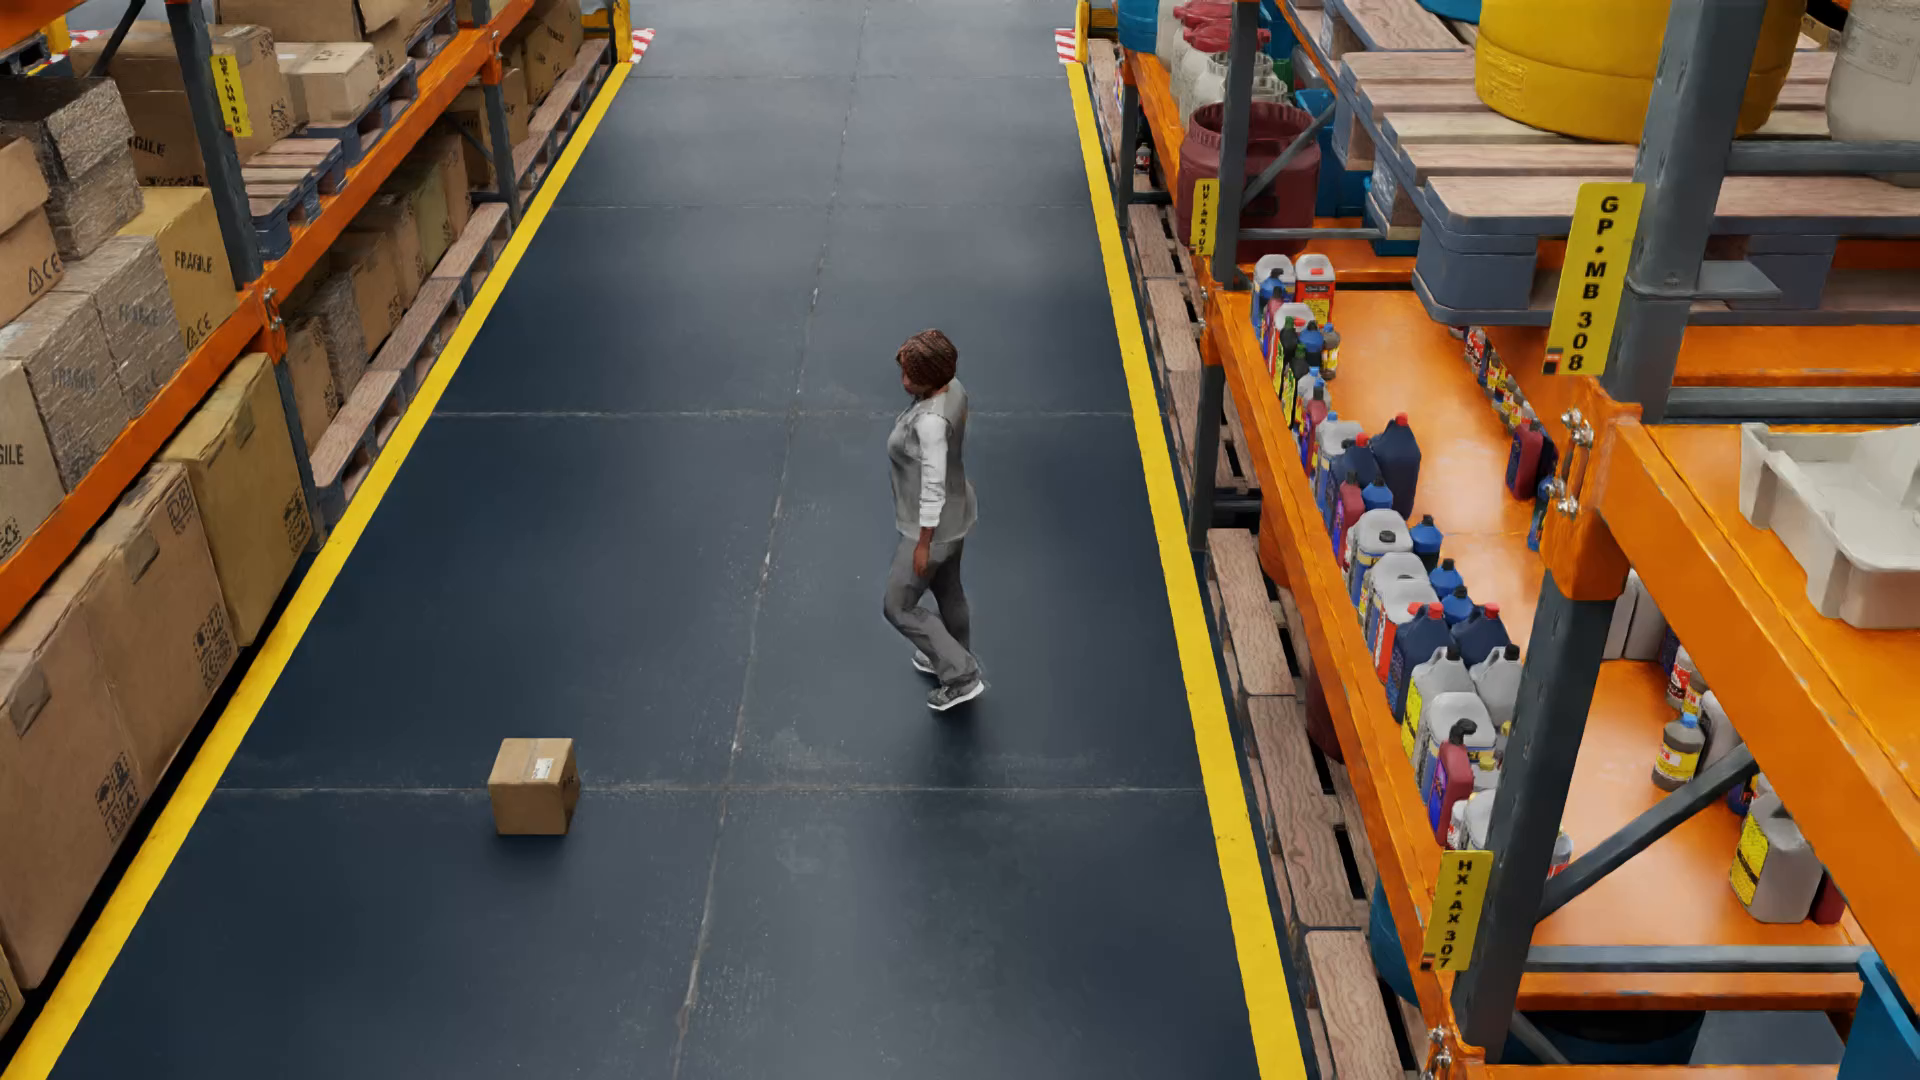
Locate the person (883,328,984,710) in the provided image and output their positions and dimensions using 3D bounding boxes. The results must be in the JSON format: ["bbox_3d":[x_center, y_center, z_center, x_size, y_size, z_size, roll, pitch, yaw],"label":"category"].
[{"bbox_3d":[-0.063,-0.061,6.215,0.382,1.598,0.470,8,33,13],"label":"person"}]
